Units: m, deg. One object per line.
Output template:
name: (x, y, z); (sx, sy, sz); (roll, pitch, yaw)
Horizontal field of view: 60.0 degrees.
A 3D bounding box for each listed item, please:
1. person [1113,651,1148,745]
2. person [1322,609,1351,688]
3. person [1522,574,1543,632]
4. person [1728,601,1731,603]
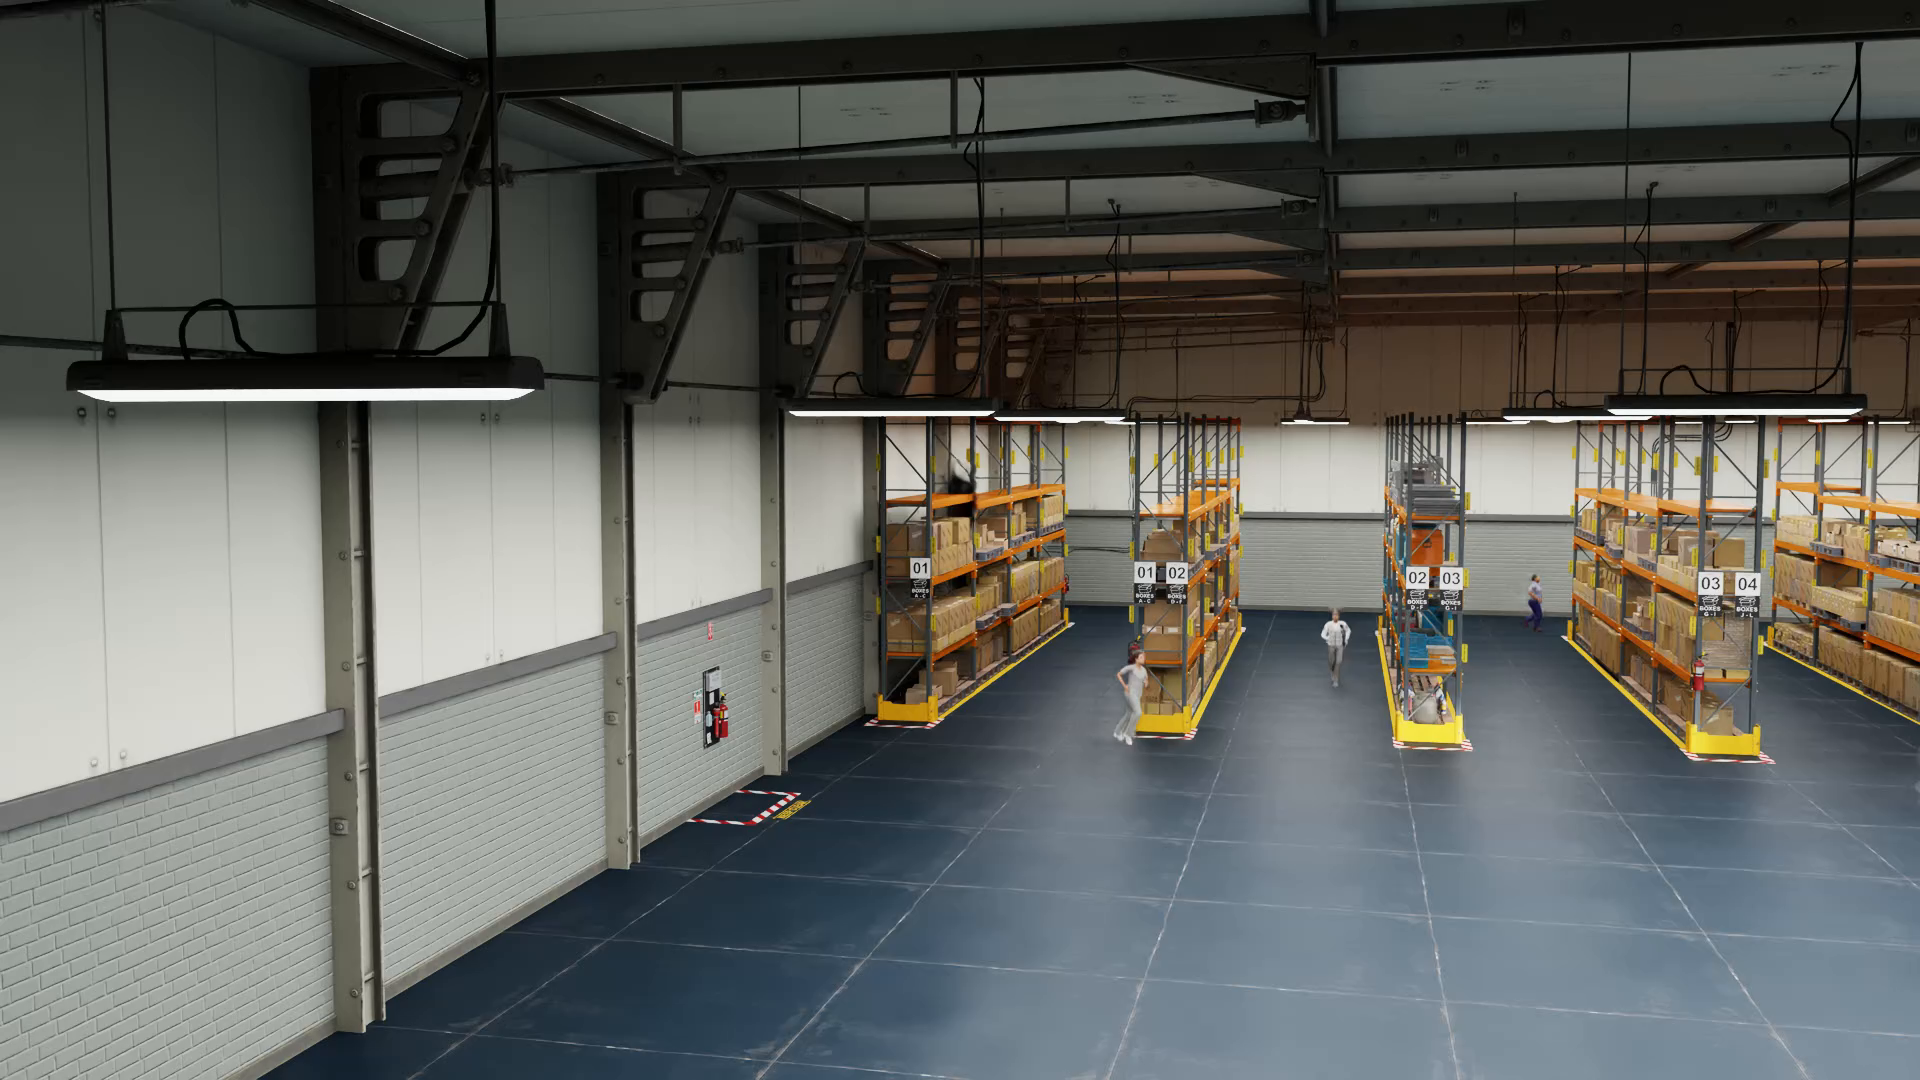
person: (3.136, 2.863, 30.270); (0.658, 1.695, 0.600); (4, 5, 43)
person: (8.369, 2.375, 37.036); (0.626, 1.706, 0.921); (1, 4, 16)
person: (16.097, 1.772, 46.714); (0.598, 1.597, 0.614); (2, 4, 27)
person: (20.025, 1.930, 43.794); (0.791, 1.708, 0.682); (-3, 5, -33)
